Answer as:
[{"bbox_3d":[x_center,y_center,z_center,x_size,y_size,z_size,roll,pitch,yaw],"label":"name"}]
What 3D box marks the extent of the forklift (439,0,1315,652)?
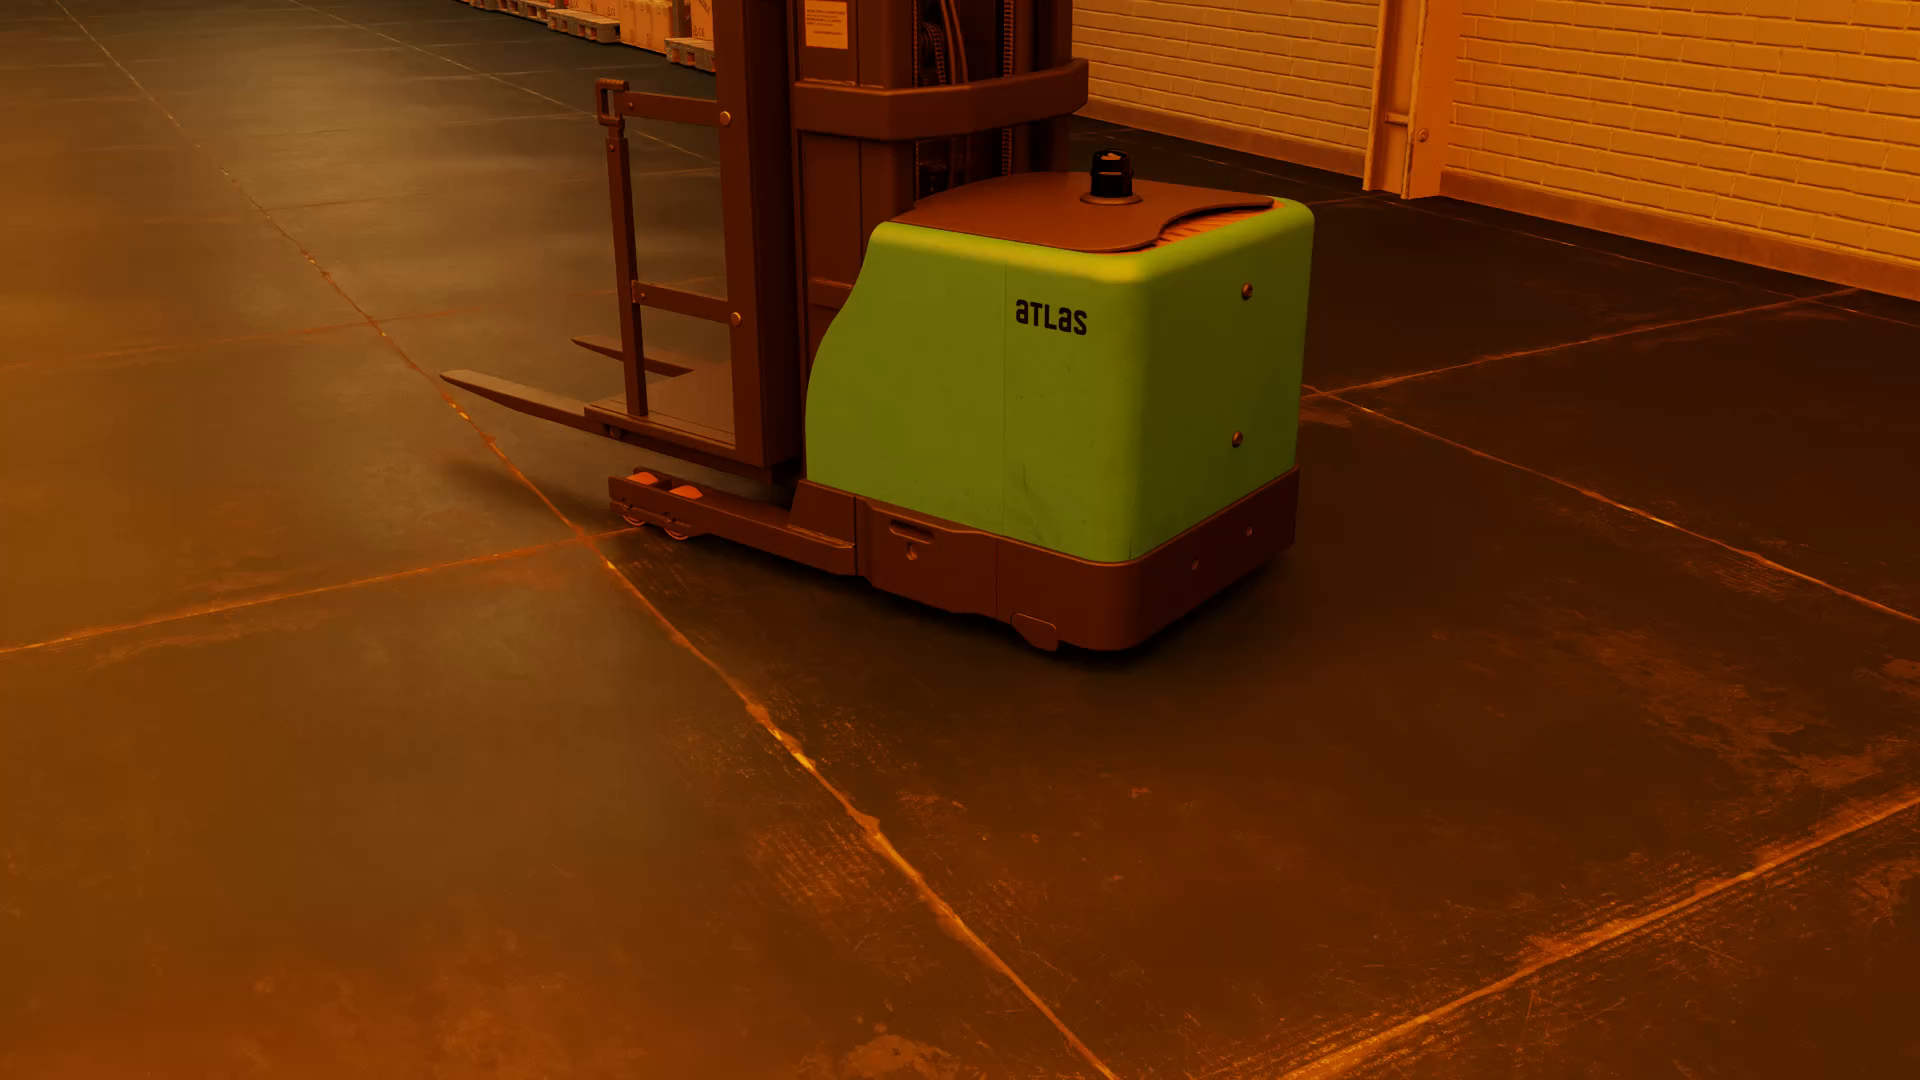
[{"bbox_3d":[-0.481,-1.497,4.922,3.031,2.935,1.130,16,27,34],"label":"forklift"}]
